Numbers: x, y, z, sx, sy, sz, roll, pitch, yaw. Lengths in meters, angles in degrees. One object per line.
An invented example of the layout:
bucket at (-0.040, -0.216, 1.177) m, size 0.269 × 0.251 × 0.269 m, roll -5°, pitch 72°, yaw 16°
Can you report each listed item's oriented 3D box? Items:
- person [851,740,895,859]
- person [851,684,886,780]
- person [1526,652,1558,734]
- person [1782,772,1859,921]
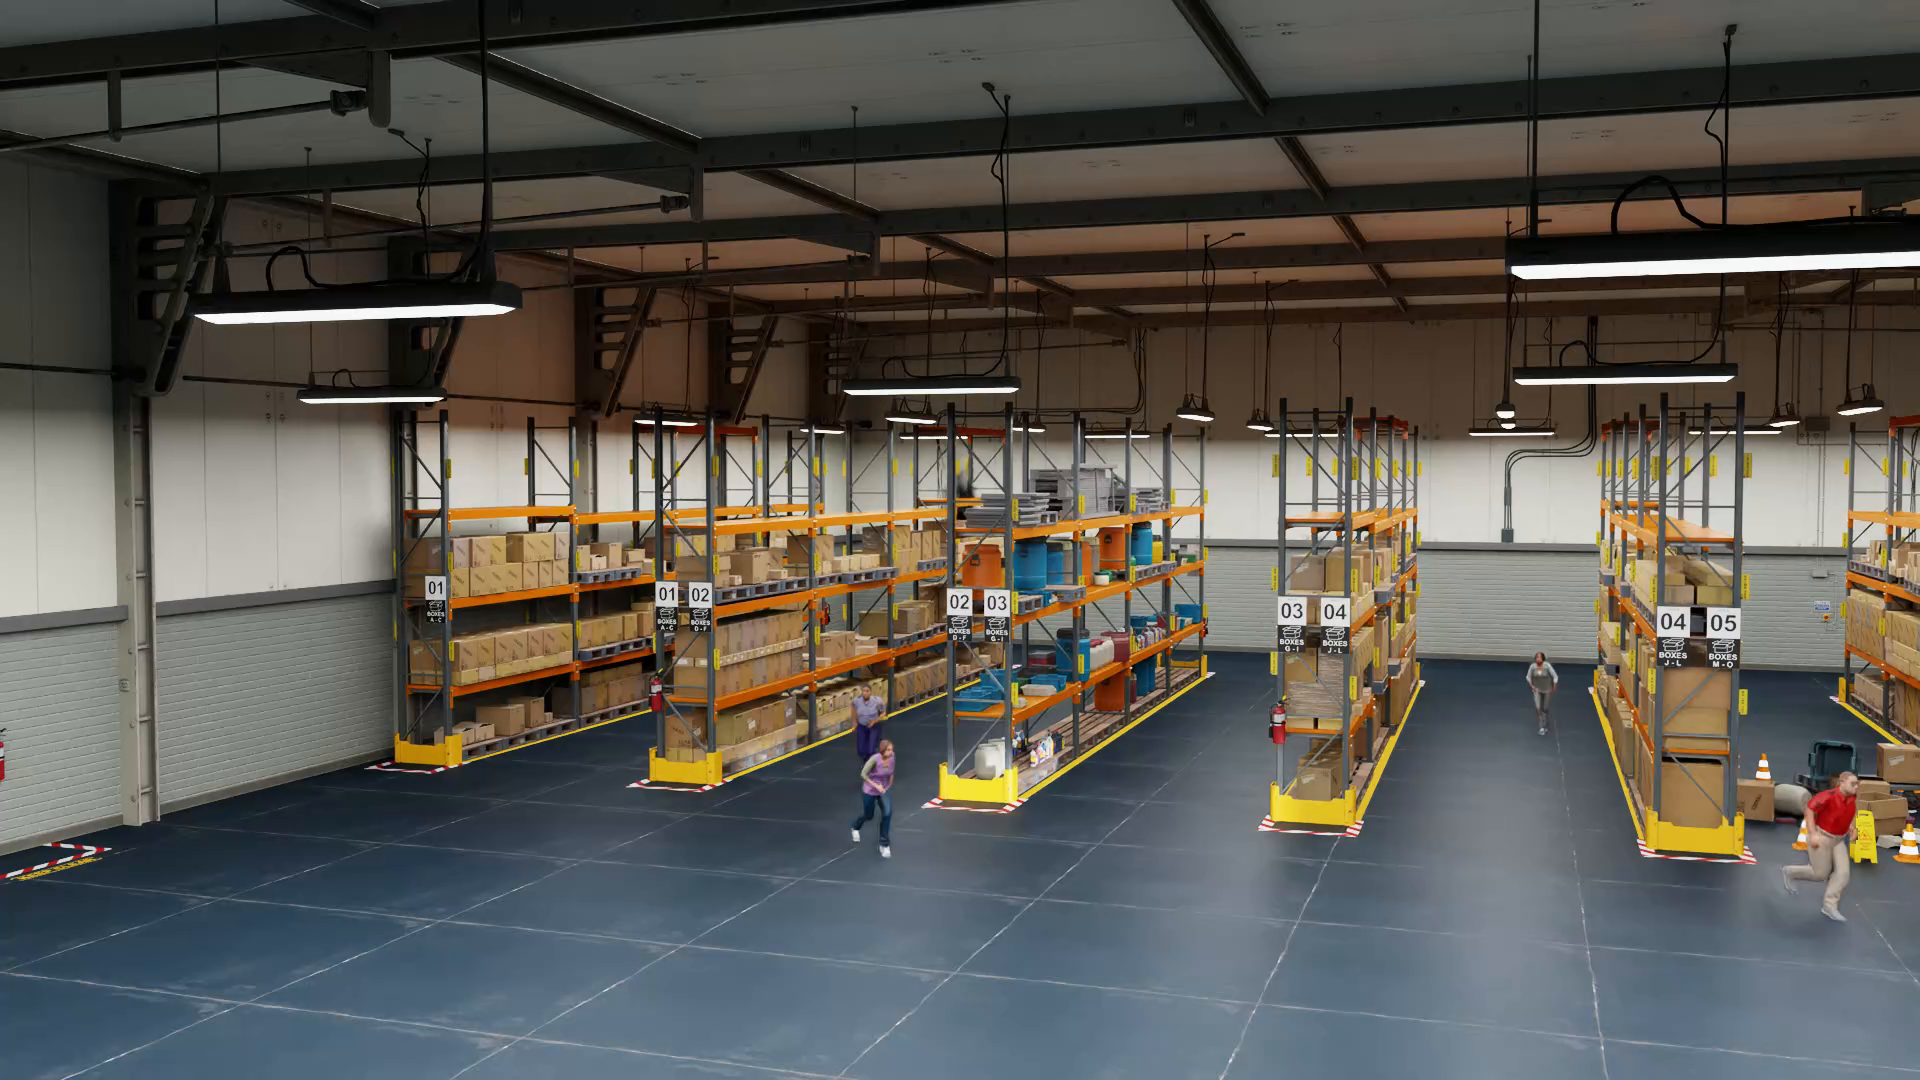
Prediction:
person at (-1.142, 3.328, 21.718) m, size 0.577 × 1.546 × 0.921 m, roll -2°, pitch 3°, yaw -39°
person at (-1.477, 3.085, 26.857) m, size 0.598 × 1.585 × 0.700 m, roll 0°, pitch 2°, yaw 4°
person at (11.076, 2.891, 31.649) m, size 0.568 × 1.564 × 0.664 m, roll 1°, pitch 3°, yaw 24°
person at (9.706, 3.397, 18.733) m, size 0.664 × 1.686 × 0.882 m, roll -1°, pitch 3°, yaw -28°
